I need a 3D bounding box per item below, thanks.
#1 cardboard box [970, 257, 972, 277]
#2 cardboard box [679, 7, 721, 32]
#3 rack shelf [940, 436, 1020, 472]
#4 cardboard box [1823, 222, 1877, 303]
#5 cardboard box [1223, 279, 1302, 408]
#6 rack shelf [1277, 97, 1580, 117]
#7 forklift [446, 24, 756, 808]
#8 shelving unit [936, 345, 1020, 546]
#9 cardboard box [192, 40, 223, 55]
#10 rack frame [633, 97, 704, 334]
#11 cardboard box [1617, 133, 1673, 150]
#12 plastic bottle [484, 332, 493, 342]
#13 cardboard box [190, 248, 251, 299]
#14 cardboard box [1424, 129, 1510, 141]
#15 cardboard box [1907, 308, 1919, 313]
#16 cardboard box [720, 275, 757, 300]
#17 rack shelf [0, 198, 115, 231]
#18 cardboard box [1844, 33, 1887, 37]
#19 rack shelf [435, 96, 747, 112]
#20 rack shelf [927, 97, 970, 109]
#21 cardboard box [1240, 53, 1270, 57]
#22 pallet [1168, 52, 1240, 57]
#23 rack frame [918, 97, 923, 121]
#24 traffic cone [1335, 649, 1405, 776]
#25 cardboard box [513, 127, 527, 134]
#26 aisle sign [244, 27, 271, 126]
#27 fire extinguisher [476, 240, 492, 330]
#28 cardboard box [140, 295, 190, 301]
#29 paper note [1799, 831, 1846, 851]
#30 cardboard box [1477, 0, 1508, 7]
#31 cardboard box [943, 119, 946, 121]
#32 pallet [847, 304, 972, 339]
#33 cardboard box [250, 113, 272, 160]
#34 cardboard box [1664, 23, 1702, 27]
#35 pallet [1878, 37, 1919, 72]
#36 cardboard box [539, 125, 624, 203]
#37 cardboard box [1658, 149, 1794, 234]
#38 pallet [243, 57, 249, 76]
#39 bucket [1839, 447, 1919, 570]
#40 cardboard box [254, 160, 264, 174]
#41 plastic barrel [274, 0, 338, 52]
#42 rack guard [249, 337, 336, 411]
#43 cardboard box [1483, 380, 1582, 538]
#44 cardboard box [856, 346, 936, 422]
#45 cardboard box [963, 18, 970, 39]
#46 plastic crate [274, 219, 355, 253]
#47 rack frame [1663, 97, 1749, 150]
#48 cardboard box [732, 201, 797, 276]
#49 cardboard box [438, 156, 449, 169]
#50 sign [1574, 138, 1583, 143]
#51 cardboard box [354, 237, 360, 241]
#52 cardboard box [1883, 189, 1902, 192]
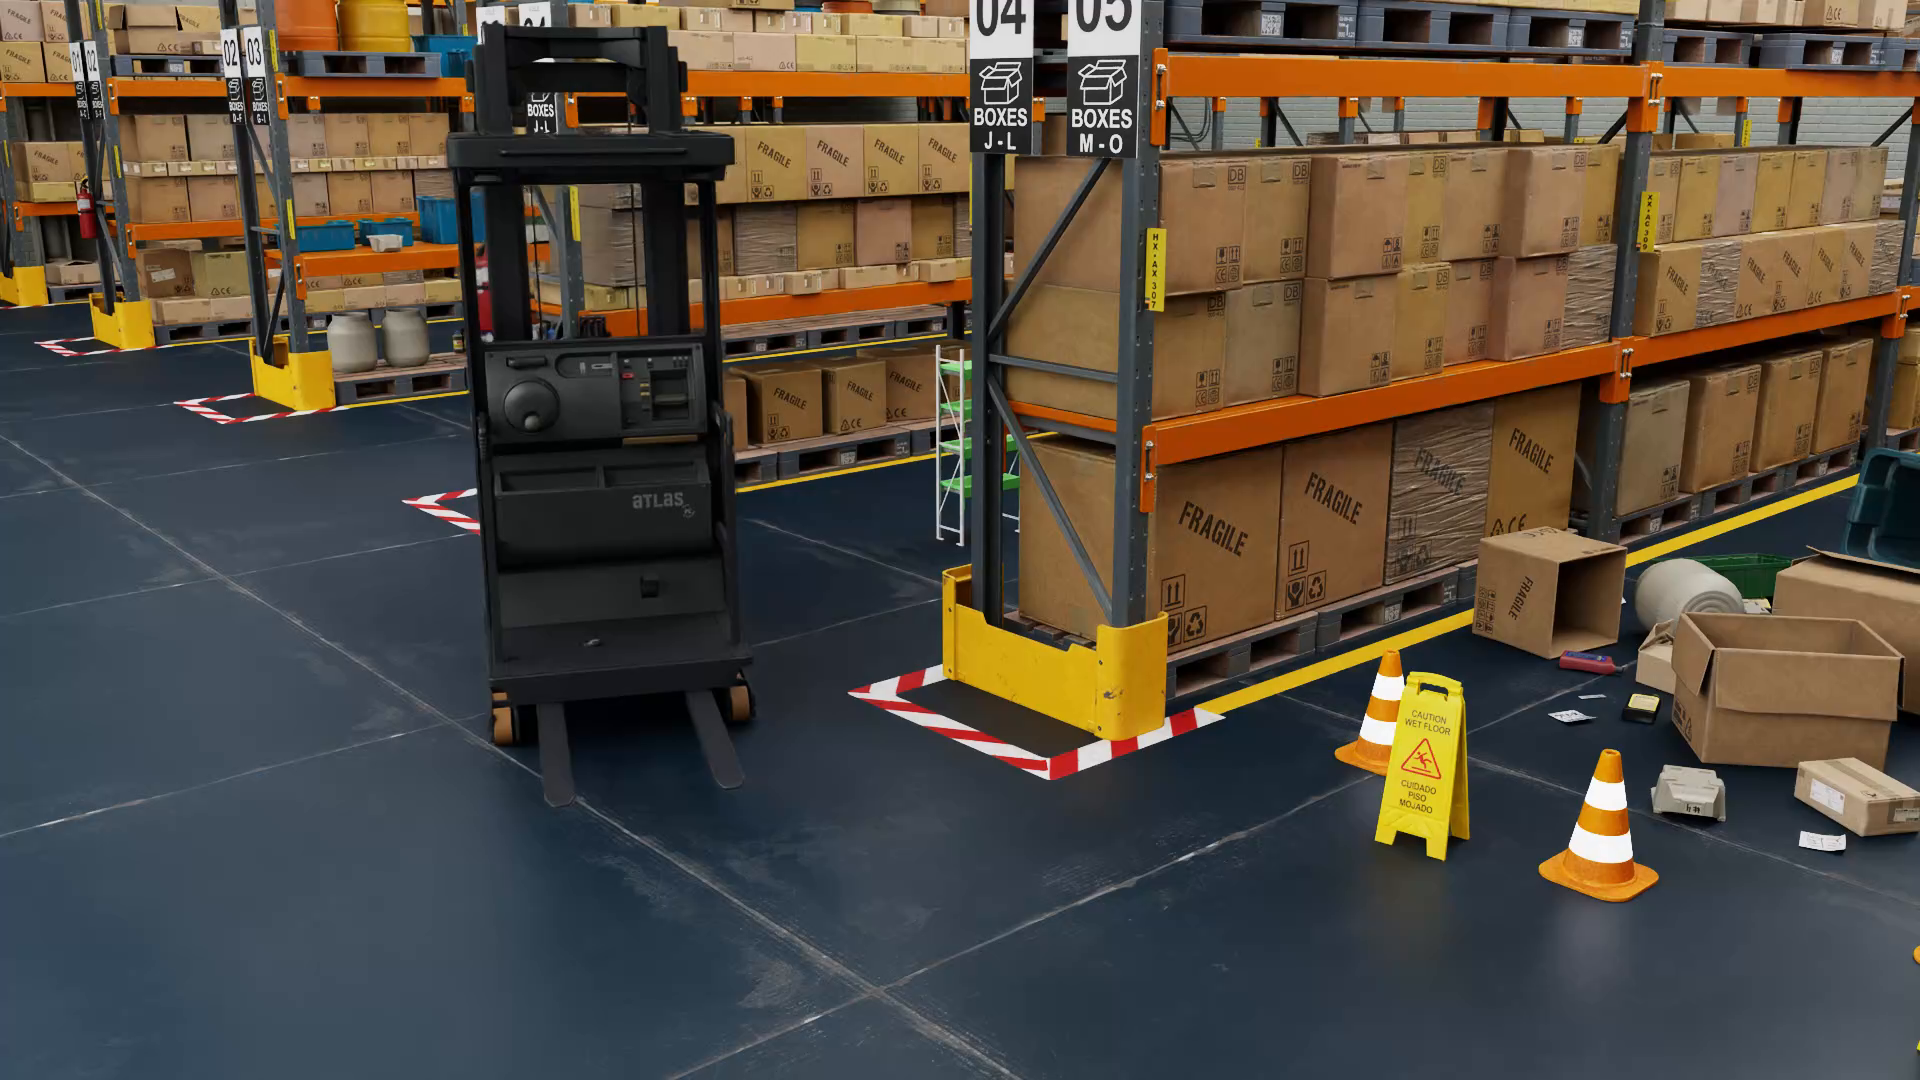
[{"bbox_3d":[0.097,-2.140,12.937,0.250,0.149,0.380,-13,19,-39],"label":"cardboard box"},{"bbox_3d":[-1.776,-3.413,10.921,0.250,0.149,0.380,-12,19,-37],"label":"cardboard box"},{"bbox_3d":[0.125,-0.546,10.217,0.480,0.148,0.258,-13,19,-39],"label":"rack shelf"},{"bbox_3d":[5.918,-1.926,11.455,0.500,0.500,0.500,-13,19,-39],"label":"cardboard box"},{"bbox_3d":[1.074,-0.977,7.804,0.550,0.550,0.875,-13,19,-39],"label":"cardboard box"},{"bbox_3d":[4.787,-4.514,16.917,4.000,0.370,1.077,-13,19,-39],"label":"rack shelf"},{"bbox_3d":[-1.519,-0.659,7.039,1.130,2.935,3.031,-4,15,-15],"label":"forklift"},{"bbox_3d":[0.125,-0.608,10.200,0.503,1.200,0.258,-13,19,-39],"label":"shelving unit"},{"bbox_3d":[-8.253,-5.411,18.283,0.250,0.149,0.380,-13,19,-39],"label":"cardboard box"},{"bbox_3d":[-2.990,-3.360,17.016,0.127,3.000,1.000,-13,19,-39],"label":"rack frame"},{"bbox_3d":[8.397,-4.749,20.476,0.500,0.500,0.500,-13,20,-41],"label":"cardboard box"},{"bbox_3d":[-4.435,-1.823,15.697,0.097,0.271,0.097,0,15,0],"label":"plastic bottle"},{"bbox_3d":[-8.330,-3.017,18.792,0.500,0.500,0.500,-13,19,-39],"label":"cardboard box"},{"bbox_3d":[5.294,-4.060,17.500,0.637,0.503,0.797,-12,19,-39],"label":"cardboard box"},{"bbox_3d":[7.570,-1.786,13.700,0.500,0.250,0.500,-12,19,-38],"label":"cardboard box"},{"bbox_3d":[-1.617,-1.764,11.528,0.250,0.149,0.380,-13,19,-39],"label":"cardboard box"},{"bbox_3d":[-11.002,-4.602,23.061,4.000,0.370,1.077,-13,19,-39],"label":"rack shelf"},{"bbox_3d":[6.722,-3.734,12.411,0.500,0.500,0.500,-13,19,-39],"label":"cardboard box"},{"bbox_3d":[-4.730,-5.765,21.603,4.000,0.370,1.077,-13,19,-39],"label":"rack shelf"},{"bbox_3d":[1.305,-7.121,26.676,4.000,0.370,1.077,-13,19,-39],"label":"rack shelf"},{"bbox_3d":[2.335,-4.151,14.454,0.500,0.250,0.500,-12,19,-38],"label":"cardboard box"},{"bbox_3d":[1.577,-4.014,14.017,1.003,0.211,1.213,-13,19,-39],"label":"pallet"},{"bbox_3d":[-0.441,-7.321,31.847,0.127,3.000,1.000,-13,19,-39],"label":"rack frame"},{"bbox_3d":[1.756,0.677,6.820,0.334,0.463,0.336,-13,19,-39],"label":"traffic cone"},{"bbox_3d":[-6.950,-6.419,26.165,0.380,0.149,0.250,12,19,38],"label":"cardboard box"},{"bbox_3d":[-5.870,-3.869,13.885,0.004,0.787,0.394,-13,19,-39],"label":"aisle sign"},{"bbox_3d":[-3.145,-1.751,11.143,0.183,0.674,0.296,-13,19,-39],"label":"fire extinguisher"},{"bbox_3d":[-9.046,-2.670,18.948,0.500,0.250,0.500,-13,19,-39],"label":"cardboard box"},{"bbox_3d":[3.155,1.098,6.080,0.148,0.019,0.142,8,17,28],"label":"paper note"},{"bbox_3d":[2.416,-2.652,8.032,0.250,0.149,0.380,-13,20,-40],"label":"cardboard box"},{"bbox_3d":[0.008,-6.348,26.070,0.500,0.500,0.500,-13,19,-39],"label":"cardboard box"},{"bbox_3d":[-0.583,-2.567,19.450,1.213,0.211,1.003,-13,19,-39],"label":"pallet"},{"bbox_3d":[-8.083,-4.584,18.890,0.500,0.500,0.700,-13,19,-39],"label":"cardboard box"},{"bbox_3d":[4.228,-3.293,10.236,0.500,0.250,0.500,-13,20,-40],"label":"cardboard box"},{"bbox_3d":[6.007,-3.329,11.454,1.003,0.211,1.213,-12,19,-37],"label":"pallet"},{"bbox_3d":[-2.504,-2.534,11.218,0.500,0.500,0.500,-13,19,-39],"label":"cardboard box"},{"bbox_3d":[4.961,-2.288,10.872,0.500,0.500,0.700,-13,20,-40],"label":"cardboard box"},{"bbox_3d":[-7.785,-5.376,18.924,1.213,0.211,1.003,-13,19,-39],"label":"pallet"},{"bbox_3d":[4.852,-0.094,8.187,0.620,0.611,0.726,5,12,-23],"label":"bucket"},{"bbox_3d":[-8.041,-4.209,18.743,0.250,0.149,0.380,-14,20,-41],"label":"cardboard box"},{"bbox_3d":[-5.725,-4.649,14.383,0.708,0.830,0.600,-13,19,-39],"label":"plastic barrel"},{"bbox_3d":[-5.981,-1.497,14.884,0.348,0.500,1.175,-13,19,-39],"label":"rack guard"},{"bbox_3d":[2.920,-0.496,9.599,0.875,0.875,0.875,-12,19,-39],"label":"cardboard box"},{"bbox_3d":[-0.494,-1.232,13.081,0.500,0.500,0.500,-6,16,-22],"label":"cardboard box"},{"bbox_3d":[-0.056,-3.826,12.467,0.250,0.149,0.380,-12,19,-39],"label":"cardboard box"},{"bbox_3d":[-5.827,-2.753,15.034,0.616,0.251,0.499,-13,19,-39],"label":"plastic crate"},{"bbox_3d":[9.314,-4.429,21.017,0.127,3.000,1.000,-13,19,-39],"label":"rack frame"},{"bbox_3d":[-1.620,-2.182,11.837,0.500,0.500,0.875,-13,19,-39],"label":"cardboard box"},{"bbox_3d":[-6.303,-4.599,20.203,0.250,0.149,0.380,-13,20,-39],"label":"cardboard box"},{"bbox_3d":[6.660,-4.168,17.951,0.005,0.325,0.100,-13,19,-39],"label":"sign"},{"bbox_3d":[-7.166,-3.458,20.444,0.500,0.500,0.500,-13,19,-39],"label":"cardboard box"},{"bbox_3d":[7.135,-2.546,12.490,0.250,0.149,0.380,-13,20,-41],"label":"cardboard box"}]
